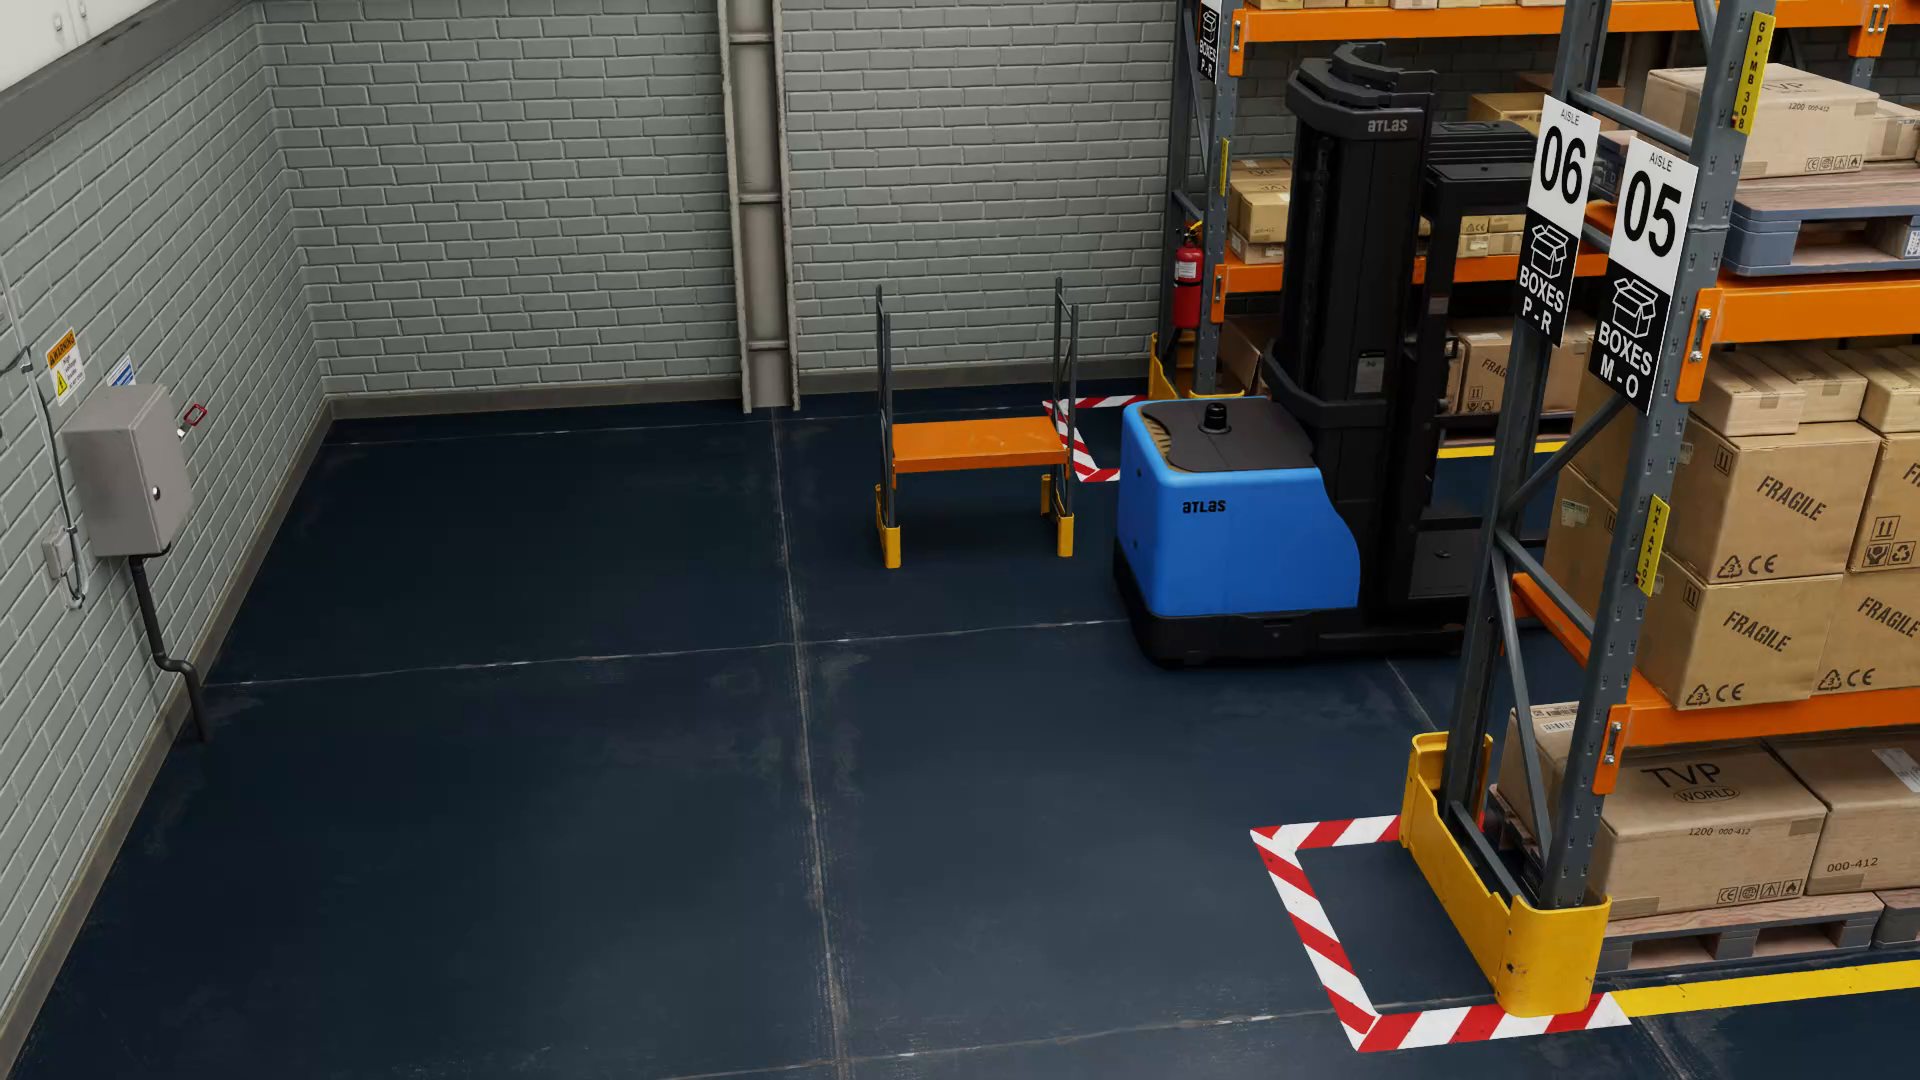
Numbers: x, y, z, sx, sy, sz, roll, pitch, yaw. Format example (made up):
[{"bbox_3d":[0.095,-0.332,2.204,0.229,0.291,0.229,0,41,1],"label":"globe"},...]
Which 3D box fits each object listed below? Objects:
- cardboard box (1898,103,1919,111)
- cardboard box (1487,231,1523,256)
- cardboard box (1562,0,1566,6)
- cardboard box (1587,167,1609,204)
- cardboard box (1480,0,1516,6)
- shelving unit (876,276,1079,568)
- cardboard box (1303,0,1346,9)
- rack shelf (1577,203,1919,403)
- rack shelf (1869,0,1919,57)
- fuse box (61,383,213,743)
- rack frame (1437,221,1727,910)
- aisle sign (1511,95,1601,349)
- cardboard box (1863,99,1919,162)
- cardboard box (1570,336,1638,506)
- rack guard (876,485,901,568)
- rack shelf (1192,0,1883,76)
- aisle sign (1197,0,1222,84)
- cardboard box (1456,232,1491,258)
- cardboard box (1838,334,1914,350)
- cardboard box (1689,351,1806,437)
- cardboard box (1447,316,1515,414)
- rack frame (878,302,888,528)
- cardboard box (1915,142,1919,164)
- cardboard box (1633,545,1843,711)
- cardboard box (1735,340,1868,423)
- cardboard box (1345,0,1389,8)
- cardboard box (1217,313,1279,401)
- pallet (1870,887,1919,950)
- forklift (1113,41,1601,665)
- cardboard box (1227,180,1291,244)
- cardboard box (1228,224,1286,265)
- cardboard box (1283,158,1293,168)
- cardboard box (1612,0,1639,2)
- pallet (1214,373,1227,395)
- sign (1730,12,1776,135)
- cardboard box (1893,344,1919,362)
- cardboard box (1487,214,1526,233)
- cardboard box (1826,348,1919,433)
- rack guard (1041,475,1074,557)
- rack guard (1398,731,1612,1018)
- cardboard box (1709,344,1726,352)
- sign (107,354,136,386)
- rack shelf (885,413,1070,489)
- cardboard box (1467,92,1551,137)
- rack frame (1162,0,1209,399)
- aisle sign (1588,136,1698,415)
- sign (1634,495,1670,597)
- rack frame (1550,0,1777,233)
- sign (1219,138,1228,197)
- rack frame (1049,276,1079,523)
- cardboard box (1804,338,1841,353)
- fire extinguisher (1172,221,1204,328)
[{"bbox_3d":[6.460,-2.503,10.774,0.500,0.500,0.700,-3,27,-7],"label":"cardboard box"},{"bbox_3d":[3.380,-1.926,10.492,0.250,0.149,0.380,-3,27,-6],"label":"cardboard box"},{"bbox_3d":[3.602,-3.265,9.816,0.250,0.149,0.380,-3,27,-6],"label":"cardboard box"},{"bbox_3d":[3.977,-2.168,10.528,0.500,0.250,0.500,-4,27,-7],"label":"cardboard box"},{"bbox_3d":[3.092,-3.263,9.813,0.250,0.149,0.380,-4,27,-8],"label":"cardboard box"},{"bbox_3d":[0.075,-0.672,9.417,1.083,1.500,0.587,-4,27,-7],"label":"shelving unit"},{"bbox_3d":[2.080,-3.222,9.732,0.250,0.149,0.380,-3,27,-6],"label":"cardboard box"},{"bbox_3d":[4.152,-0.953,5.824,4.000,0.370,1.077,-4,27,-7],"label":"rack shelf"},{"bbox_3d":[7.418,-3.451,10.693,4.000,0.370,1.077,-4,27,-7],"label":"rack shelf"},{"bbox_3d":[-3.557,0.172,7.540,0.414,1.711,0.539,-4,27,-7],"label":"fuse box"},{"bbox_3d":[2.171,0.189,6.097,0.127,3.000,1.000,-4,27,-7],"label":"rack frame"},{"bbox_3d":[2.057,-1.104,5.767,0.004,0.787,0.394,-4,27,-7],"label":"aisle sign"},{"bbox_3d":[3.008,-1.398,5.608,0.250,0.149,0.380,-6,28,-11],"label":"cardboard box"},{"bbox_3d":[2.615,-0.439,6.115,0.500,0.500,0.500,-3,27,-5],"label":"cardboard box"},{"bbox_3d":[-0.418,-0.084,9.641,0.087,0.250,0.587,-4,27,-7],"label":"rack guard"},{"bbox_3d":[3.457,-3.197,10.197,4.000,0.370,1.077,-4,27,-7],"label":"rack shelf"},{"bbox_3d":[1.449,-3.075,9.609,0.004,0.787,0.394,-4,27,-7],"label":"aisle sign"},{"bbox_3d":[3.122,-1.900,10.442,0.250,0.149,0.380,-4,27,-9],"label":"cardboard box"},{"bbox_3d":[3.246,-0.782,6.072,0.250,0.149,0.380,-3,27,-6],"label":"cardboard box"},{"bbox_3d":[2.561,-0.487,5.498,0.250,0.149,0.380,-3,27,-6],"label":"cardboard box"},{"bbox_3d":[3.484,-1.151,10.986,0.500,0.500,0.500,-3,27,-6],"label":"cardboard box"},{"bbox_3d":[-0.419,-0.641,9.357,0.013,1.308,0.475,-4,27,-7],"label":"rack frame"},{"bbox_3d":[3.281,-1.231,5.283,0.250,0.149,0.380,-3,27,-5],"label":"cardboard box"},{"bbox_3d":[2.687,0.243,5.880,0.500,0.500,0.500,-4,27,-8],"label":"cardboard box"},{"bbox_3d":[2.811,-0.536,5.593,0.250,0.149,0.380,-3,27,-6],"label":"cardboard box"},{"bbox_3d":[2.336,-3.230,9.749,0.250,0.149,0.380,-4,27,-7],"label":"cardboard box"},{"bbox_3d":[2.095,-1.127,10.936,0.637,0.503,0.797,-5,28,-9],"label":"cardboard box"},{"bbox_3d":[4.158,1.267,7.050,1.213,0.211,1.003,-4,27,-7],"label":"pallet"},{"bbox_3d":[2.402,-0.945,8.380,3.031,2.935,1.130,-3,27,-6],"label":"forklift"},{"bbox_3d":[1.963,-2.028,10.255,0.500,0.250,0.500,-4,27,-7],"label":"cardboard box"},{"bbox_3d":[1.840,-1.840,10.326,0.250,0.149,0.380,-4,27,-8],"label":"cardboard box"},{"bbox_3d":[2.405,-2.302,10.789,0.500,0.250,0.500,-4,27,-7],"label":"cardboard box"},{"bbox_3d":[3.851,-3.312,9.909,0.250,0.149,0.380,-3,27,-7],"label":"cardboard box"},{"bbox_3d":[2.341,-0.870,11.215,1.213,0.211,1.003,-4,27,-7],"label":"pallet"},{"bbox_3d":[2.243,-1.319,4.705,0.005,0.325,0.100,-4,27,-7],"label":"sign"},{"bbox_3d":[3.342,-0.525,5.573,0.250,0.149,0.380,-5,28,-9],"label":"cardboard box"},{"bbox_3d":[3.467,-2.136,10.465,0.500,0.250,0.500,-4,27,-8],"label":"cardboard box"},{"bbox_3d":[3.084,-0.500,5.524,0.250,0.149,0.380,-3,27,-6],"label":"cardboard box"},{"bbox_3d":[0.569,-0.148,9.764,0.087,0.250,0.587,-4,27,-7],"label":"rack guard"},{"bbox_3d":[2.147,1.302,6.664,0.348,0.500,1.175,-4,27,-7],"label":"rack guard"},{"bbox_3d":[2.499,-0.703,5.918,0.250,0.149,0.380,-3,27,-6],"label":"cardboard box"},{"bbox_3d":[-3.831,-0.569,7.677,0.001,0.494,0.329,-4,27,-7],"label":"sign"},{"bbox_3d":[0.084,-0.513,9.500,1.000,0.185,0.538,-4,27,-7],"label":"rack shelf"},{"bbox_3d":[3.448,-2.457,10.270,0.500,0.500,0.500,-3,27,-6],"label":"cardboard box"},{"bbox_3d":[1.476,-2.054,10.466,0.053,2.616,0.949,-4,27,-7],"label":"rack frame"},{"bbox_3d":[2.140,-0.832,5.239,0.004,0.787,0.394,-4,27,-7],"label":"aisle sign"},{"bbox_3d":[2.243,0.019,5.391,0.005,0.325,0.100,-4,27,-7],"label":"sign"},{"bbox_3d":[2.171,-2.481,4.727,0.127,3.000,1.000,-4,27,-7],"label":"rack frame"},{"bbox_3d":[1.552,-2.195,9.794,0.005,0.325,0.100,-4,27,-7],"label":"sign"},{"bbox_3d":[0.588,-0.705,9.481,0.032,1.500,0.500,-4,27,-7],"label":"rack frame"},{"bbox_3d":[2.991,-0.784,6.077,0.250,0.149,0.380,-4,27,-8],"label":"cardboard box"},{"bbox_3d":[1.395,-1.636,10.147,0.183,0.674,0.296,-4,27,-7],"label":"fire extinguisher"}]
